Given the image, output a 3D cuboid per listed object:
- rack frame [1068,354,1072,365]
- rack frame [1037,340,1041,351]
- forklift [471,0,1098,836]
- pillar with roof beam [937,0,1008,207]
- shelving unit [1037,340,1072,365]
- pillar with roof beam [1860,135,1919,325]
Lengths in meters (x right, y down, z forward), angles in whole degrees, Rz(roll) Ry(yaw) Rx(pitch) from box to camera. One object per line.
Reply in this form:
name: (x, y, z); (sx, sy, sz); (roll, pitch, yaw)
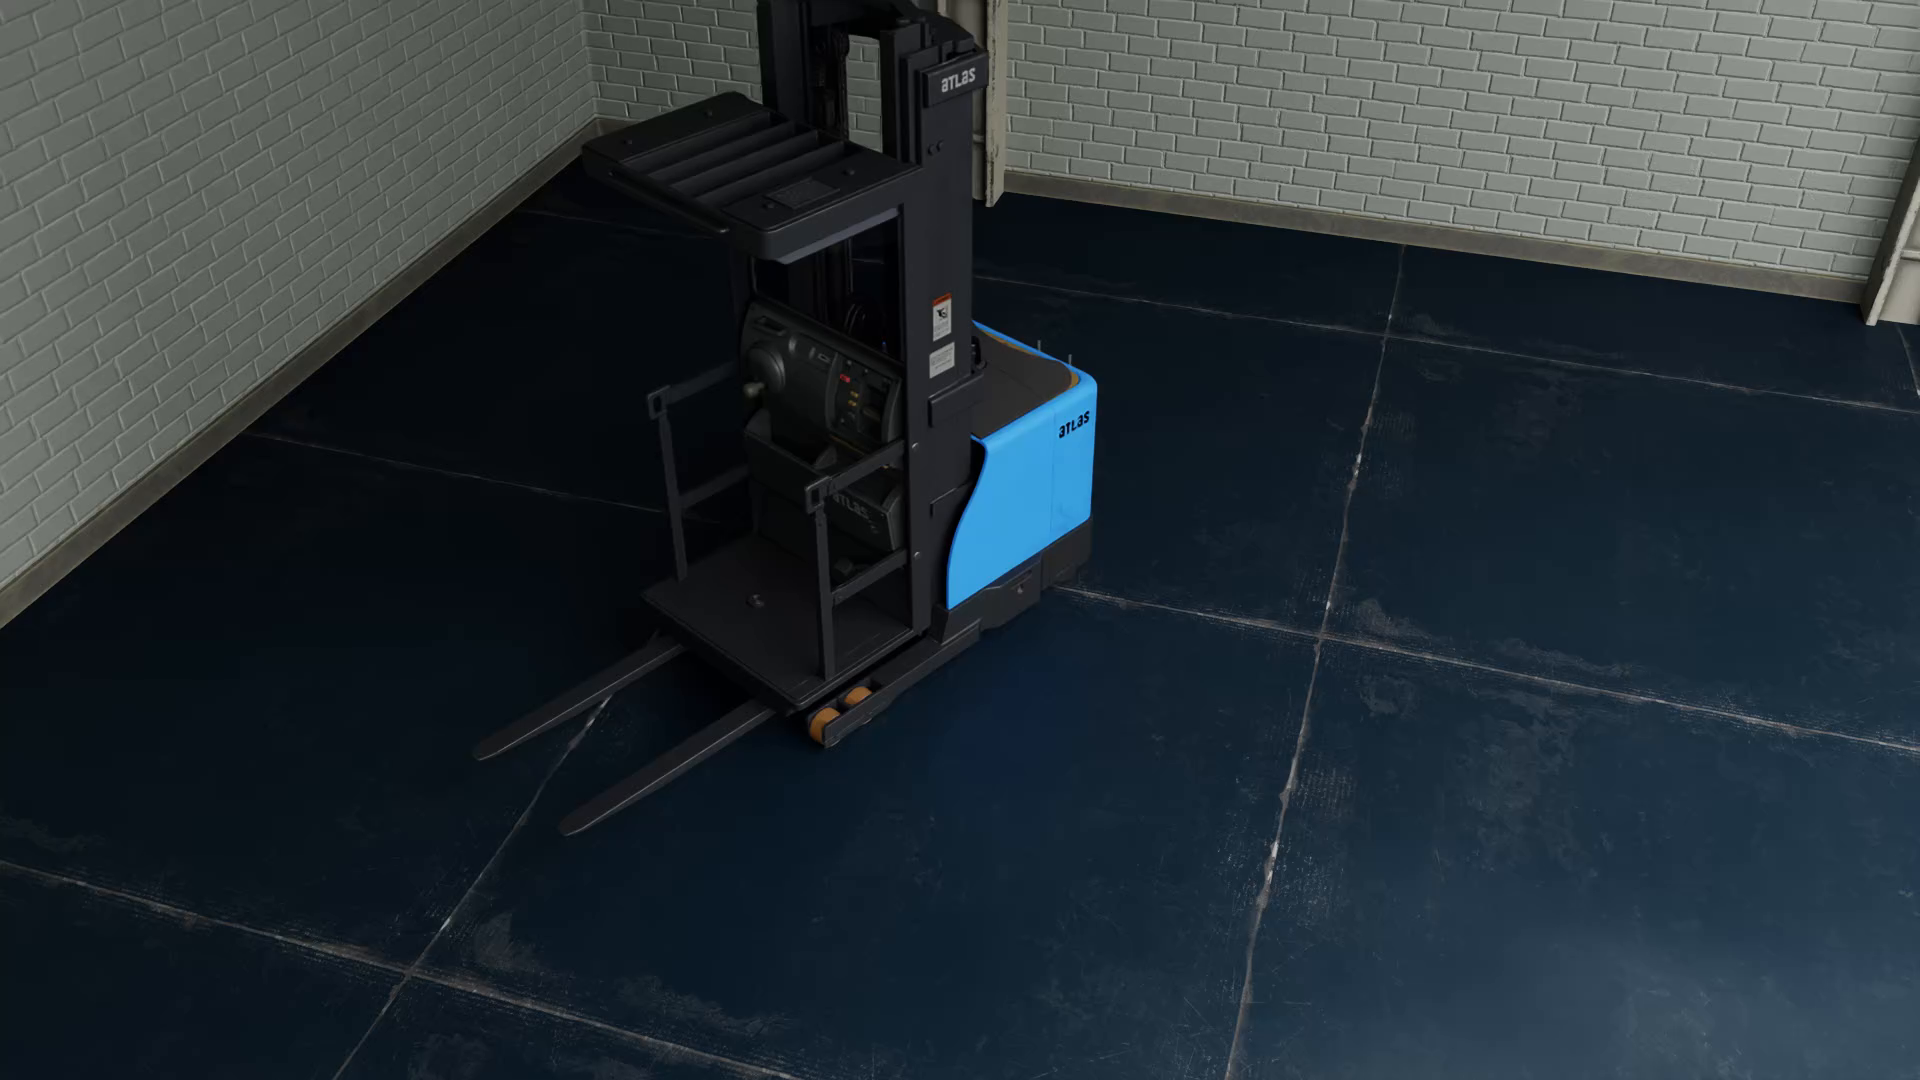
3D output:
rack frame: (0.462, -0.499, 8.353); (0.006, 0.900, 0.240); (30, 45, 34)
rack frame: (0.315, -0.582, 8.466); (0.006, 0.900, 0.240); (30, 45, 34)
forklift: (-0.734, -0.630, 6.818); (1.130, 2.935, 3.031); (30, 46, 34)
pillar with roof beam: (-1.201, -3.629, 5.775); (0.400, 9.000, 9.100); (10, 38, 14)
shelving unit: (0.388, -0.541, 8.409); (0.210, 0.900, 0.258); (30, 45, 34)
pillar with roof beam: (4.526, -2.569, 4.334); (0.400, 9.000, 9.100); (10, 38, 14)
